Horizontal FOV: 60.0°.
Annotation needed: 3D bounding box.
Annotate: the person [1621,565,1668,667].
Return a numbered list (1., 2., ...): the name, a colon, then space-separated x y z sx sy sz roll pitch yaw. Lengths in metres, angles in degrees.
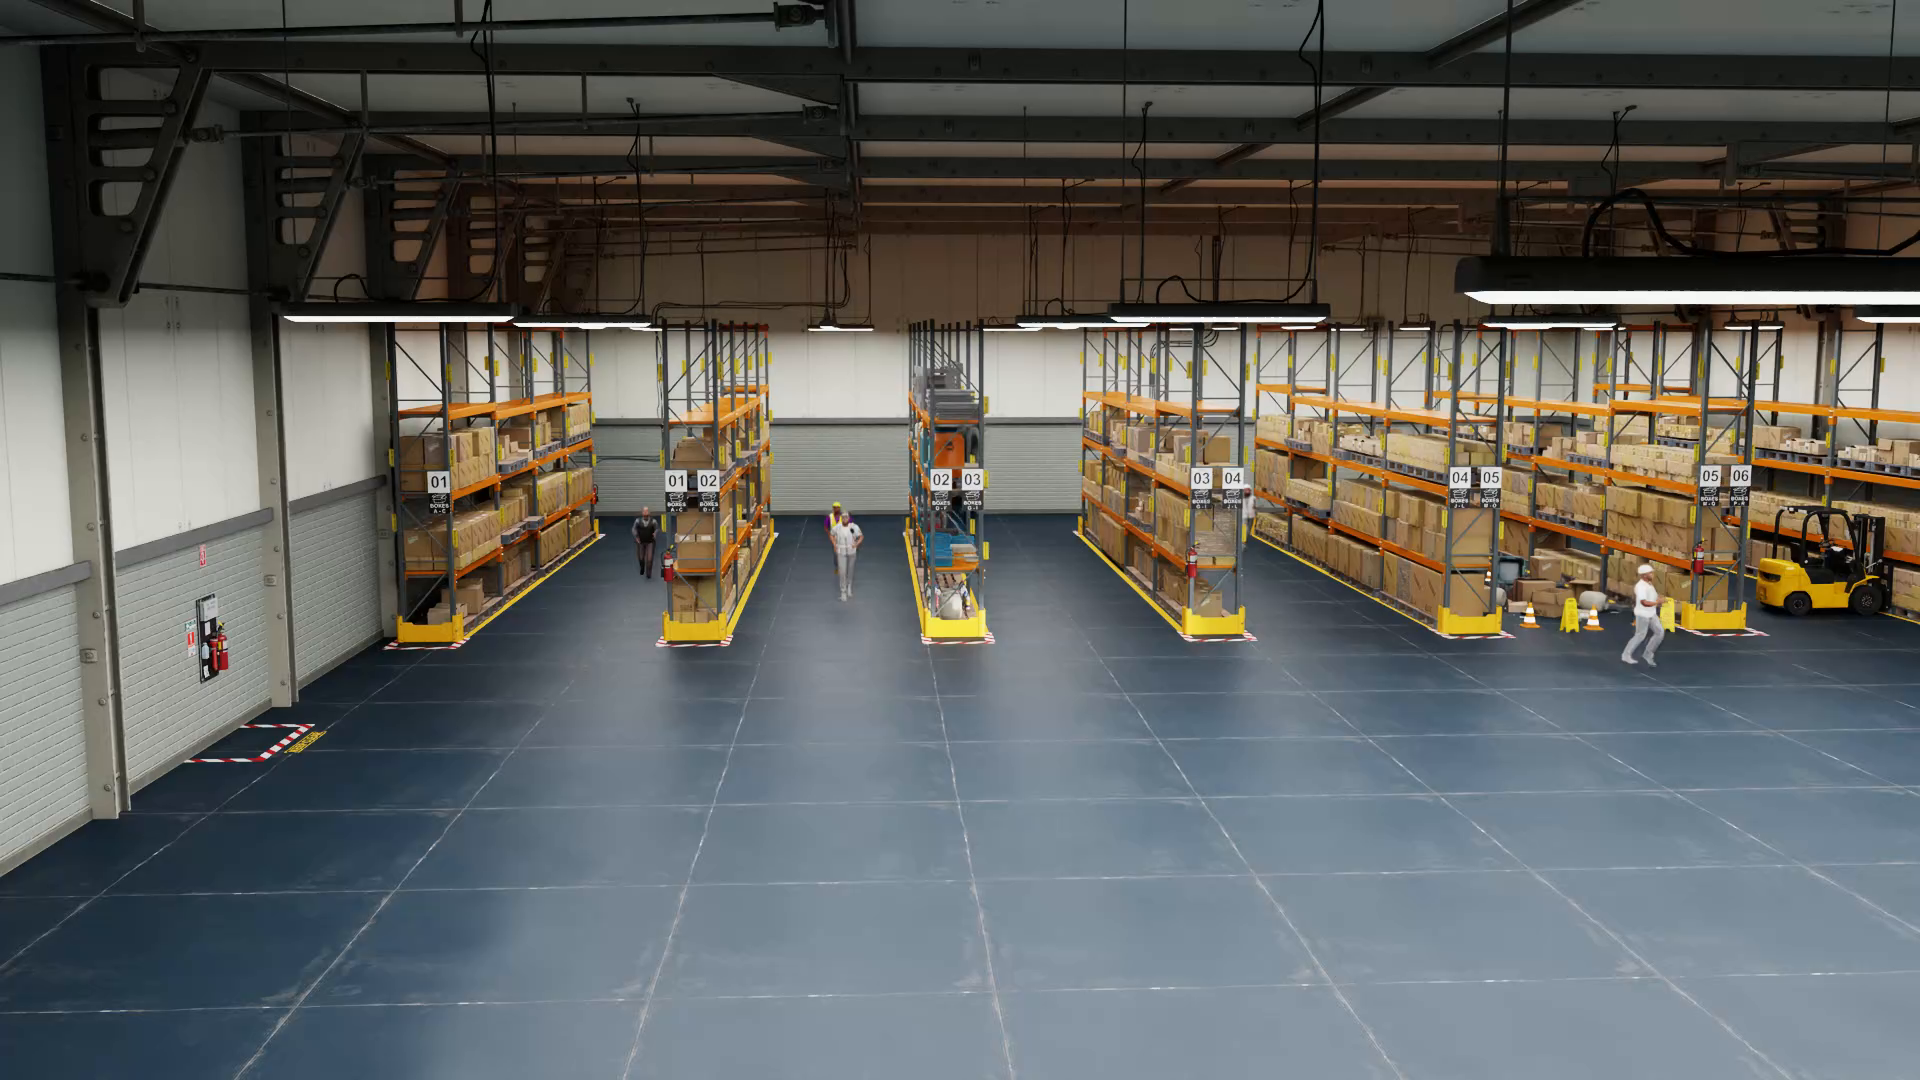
1. person: 11.825 1.325 28.647 0.731 1.814 0.684 6 9 39

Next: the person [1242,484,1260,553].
1. person: 7.594 -0.561 43.937 0.625 1.838 0.763 0 7 -2

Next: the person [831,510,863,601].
1. person: -2.349 0.300 34.617 0.675 1.862 0.730 -1 7 -6

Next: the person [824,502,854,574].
1. person: -2.910 -0.052 39.953 0.722 1.729 0.628 0 7 -2

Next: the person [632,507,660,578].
1. person: -7.365 0.071 39.048 0.655 1.672 0.598 -1 7 -10
